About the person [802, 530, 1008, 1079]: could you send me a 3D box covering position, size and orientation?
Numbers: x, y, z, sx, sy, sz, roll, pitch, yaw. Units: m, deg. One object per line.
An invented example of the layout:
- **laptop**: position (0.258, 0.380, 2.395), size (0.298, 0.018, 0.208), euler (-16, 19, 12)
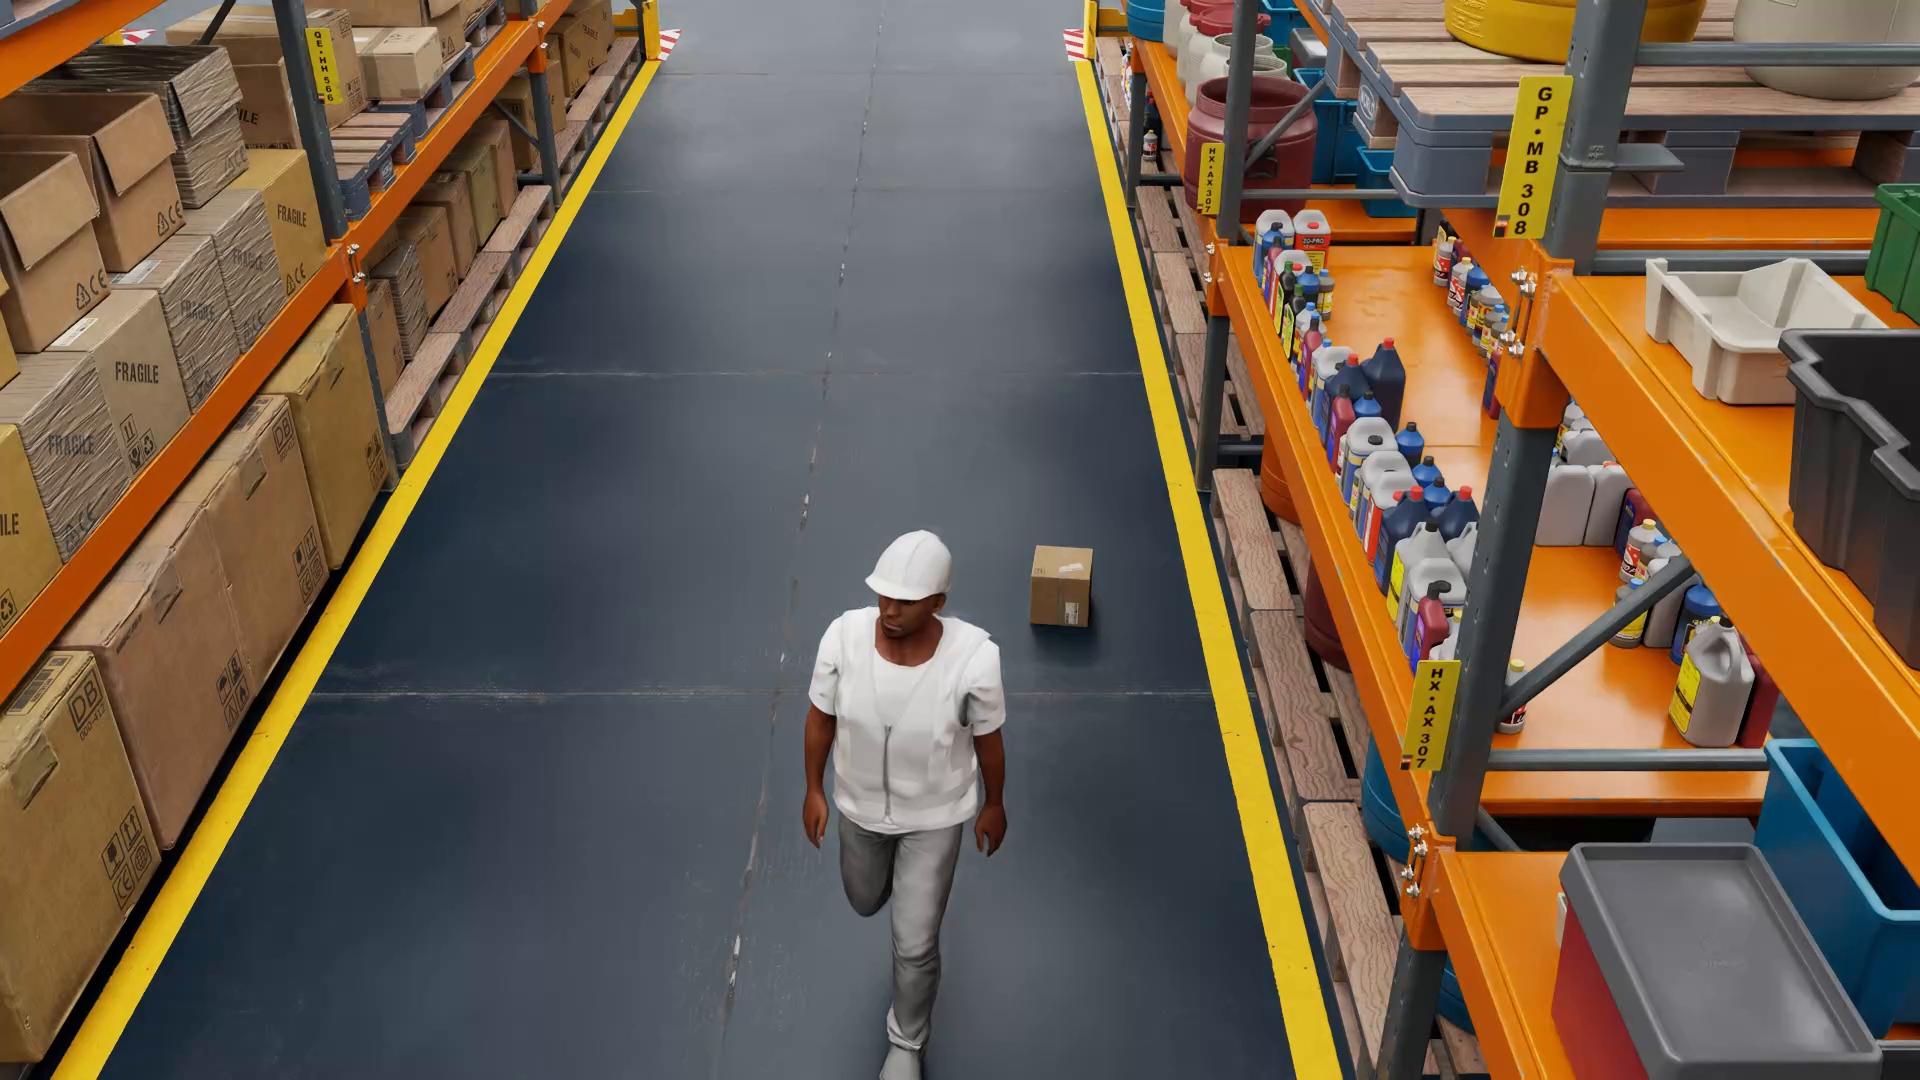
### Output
- **person**: position (-0.164, 0.738, 4.895), size (0.592, 1.733, 0.900), euler (9, 33, 15)
